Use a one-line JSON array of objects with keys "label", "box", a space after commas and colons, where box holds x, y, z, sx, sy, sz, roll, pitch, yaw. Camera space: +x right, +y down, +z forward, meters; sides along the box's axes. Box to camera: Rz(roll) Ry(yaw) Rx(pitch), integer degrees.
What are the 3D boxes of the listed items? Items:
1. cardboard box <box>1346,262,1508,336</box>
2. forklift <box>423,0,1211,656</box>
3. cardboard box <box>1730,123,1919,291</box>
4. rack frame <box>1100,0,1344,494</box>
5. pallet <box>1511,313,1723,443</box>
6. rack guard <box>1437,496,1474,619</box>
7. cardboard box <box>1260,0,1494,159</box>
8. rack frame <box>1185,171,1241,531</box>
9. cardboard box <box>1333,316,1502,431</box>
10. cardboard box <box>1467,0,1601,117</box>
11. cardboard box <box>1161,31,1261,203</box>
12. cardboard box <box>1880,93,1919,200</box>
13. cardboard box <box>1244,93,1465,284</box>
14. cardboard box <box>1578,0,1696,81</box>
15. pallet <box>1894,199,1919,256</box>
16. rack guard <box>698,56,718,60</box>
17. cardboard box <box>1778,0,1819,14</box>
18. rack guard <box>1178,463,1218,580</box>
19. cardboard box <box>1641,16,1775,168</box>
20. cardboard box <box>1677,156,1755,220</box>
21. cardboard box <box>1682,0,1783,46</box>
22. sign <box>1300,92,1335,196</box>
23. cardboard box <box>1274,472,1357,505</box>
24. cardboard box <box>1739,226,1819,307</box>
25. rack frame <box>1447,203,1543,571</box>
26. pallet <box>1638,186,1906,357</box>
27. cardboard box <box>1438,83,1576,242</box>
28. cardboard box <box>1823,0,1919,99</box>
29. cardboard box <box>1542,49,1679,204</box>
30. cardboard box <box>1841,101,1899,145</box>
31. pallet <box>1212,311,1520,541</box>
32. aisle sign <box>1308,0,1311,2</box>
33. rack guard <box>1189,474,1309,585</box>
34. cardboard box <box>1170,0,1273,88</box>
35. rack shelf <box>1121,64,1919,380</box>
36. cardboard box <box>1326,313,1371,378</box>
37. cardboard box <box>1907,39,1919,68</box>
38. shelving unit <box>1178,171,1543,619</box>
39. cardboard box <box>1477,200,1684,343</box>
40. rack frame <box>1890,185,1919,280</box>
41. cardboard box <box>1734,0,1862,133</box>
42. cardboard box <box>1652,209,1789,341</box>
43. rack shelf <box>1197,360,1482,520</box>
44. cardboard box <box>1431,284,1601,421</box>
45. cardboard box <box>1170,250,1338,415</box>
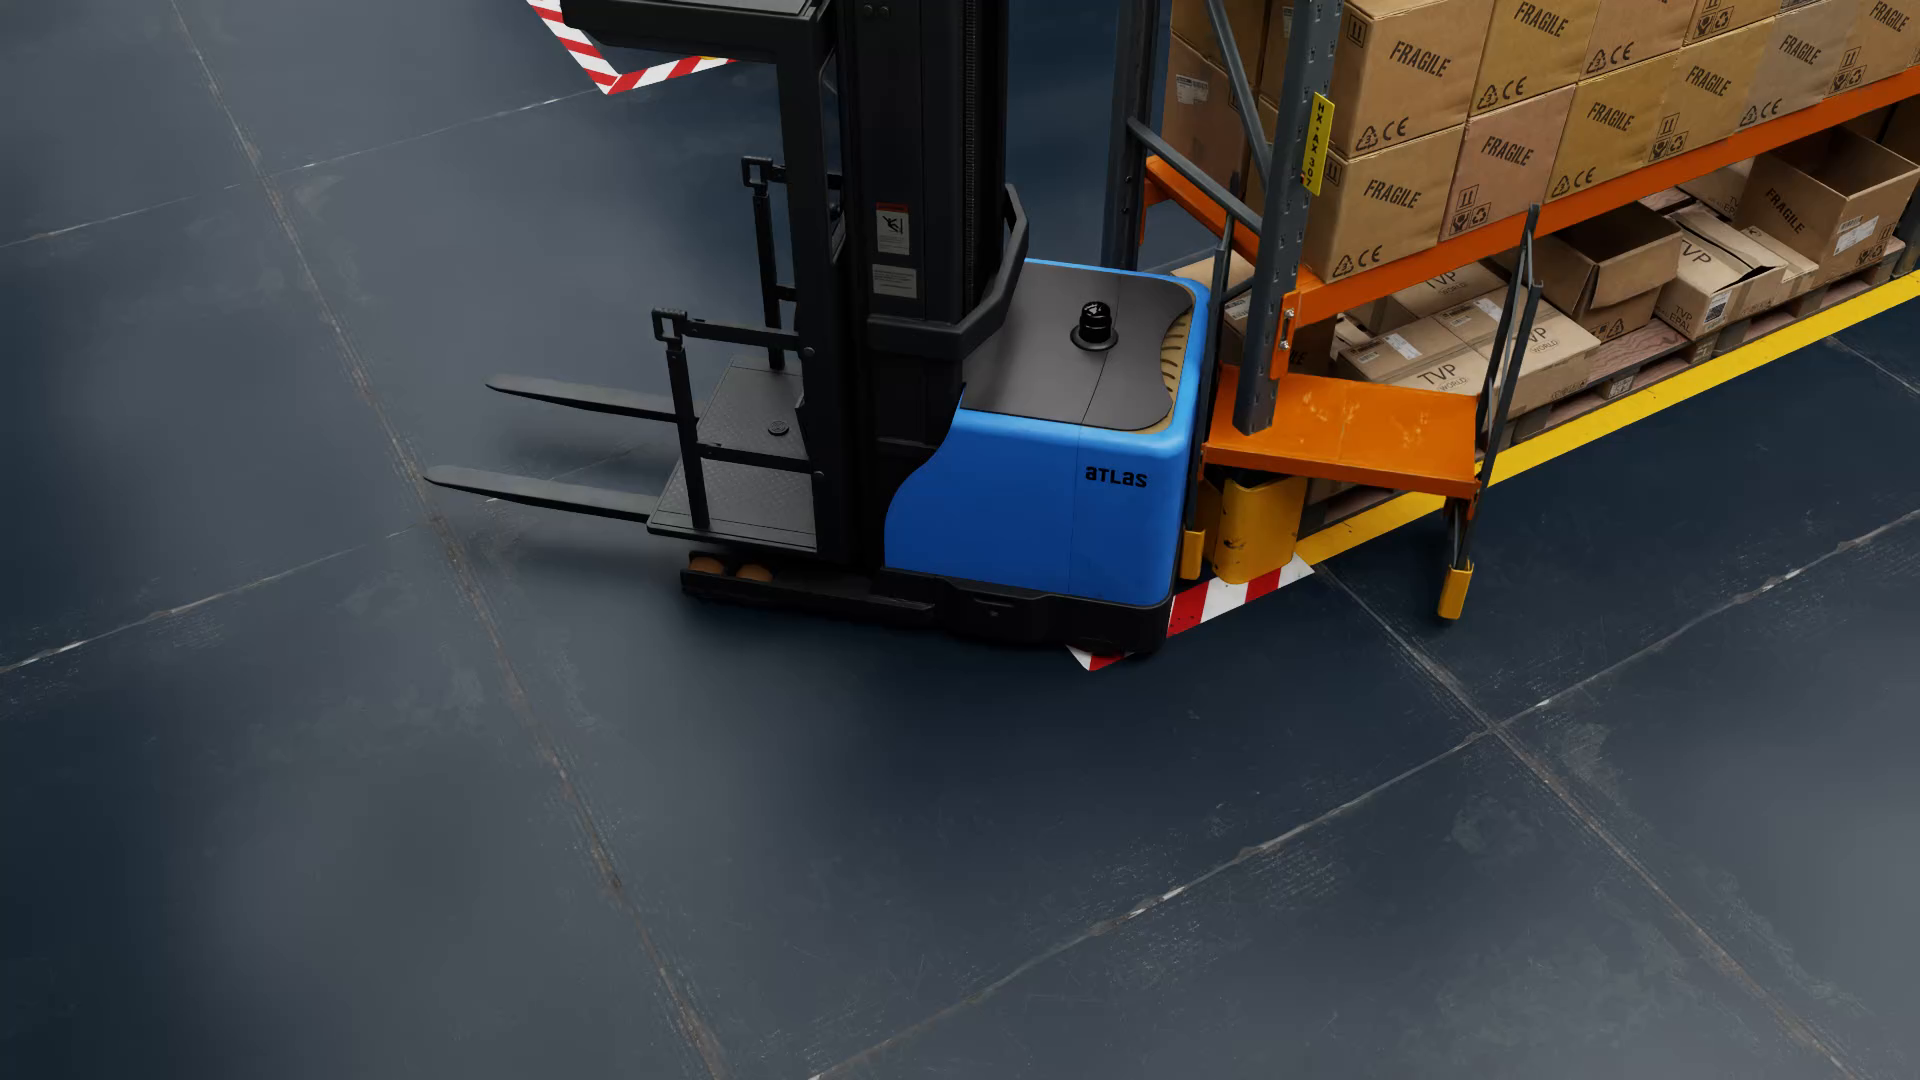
[{"label": "cardboard box", "box": [2.044, -1.089, 7.377, 0.500, 0.250, 0.500, -22, 48, -21]}, {"label": "forklift", "box": [-0.613, -1.145, 5.825, 3.031, 2.935, 1.130, 9, 45, 9]}, {"label": "cardboard box", "box": [3.973, -1.549, 7.671, 0.500, 0.500, 0.500, -22, 48, -21]}, {"label": "rack frame", "box": [0.857, -1.269, 5.904, 0.127, 3.000, 1.000, -22, 48, -21]}, {"label": "pallet", "box": [2.670, -0.992, 7.621, 1.213, 0.211, 1.003, -22, 48, -21]}, {"label": "rack guard", "box": [1.926, 0.010, 6.453, 0.087, 0.250, 0.587, 9, 45, 10]}, {"label": "cardboard box", "box": [1.373, -1.659, 5.515, 0.500, 0.500, 0.500, -20, 48, -20]}, {"label": "rack frame", "box": [0.928, -0.589, 6.194, 0.032, 1.500, 0.500, 9, 45, 10]}, {"label": "cardboard box", "box": [1.903, -0.631, 6.905, 0.500, 0.250, 0.500, -22, 48, -21]}, {"label": "cardboard box", "box": [1.823, -1.844, 5.707, 0.500, 0.500, 0.500, -21, 48, -21]}, {"label": "cardboard box", "box": [1.110, -1.625, 6.199, 0.500, 0.500, 0.500, -20, 48, -20]}, {"label": "cardboard box", "box": [4.866, -1.938, 8.073, 0.500, 0.500, 0.500, -24, 49, -23]}, {"label": "cardboard box", "box": [1.373, -1.300, 5.864, 0.500, 0.500, 0.500, -21, 48, -20]}, {"label": "cardboard box", "box": [2.259, -2.015, 5.883, 0.500, 0.500, 0.500, -21, 48, -20]}, {"label": "pallet", "box": [5.012, -1.961, 8.619, 1.213, 0.211, 1.003, -22, 48, -21]}, {"label": "rack guard", "box": [-1.622, -3.348, 9.841, 0.348, 0.500, 1.175, -22, 48, -21]}, {"label": "cardboard box", "box": [3.136, -2.366, 6.244, 0.500, 0.500, 0.500, -21, 48, -21]}, {"label": "rack guard", "box": [0.956, -0.136, 6.625, 0.087, 0.250, 0.587, 9, 45, 10]}, {"label": "cardboard box", "box": [2.689, -1.827, 6.407, 0.500, 0.500, 0.500, -21, 48, -20]}, {"label": "cardboard box", "box": [3.854, -1.835, 8.102, 0.500, 0.311, 0.500, -22, 48, -21]}, {"label": "cardboard box", "box": [2.699, -2.192, 6.065, 0.500, 0.500, 0.500, -22, 48, -21]}, {"label": "sign", "box": [1.127, -1.252, 5.265, 0.005, 0.325, 0.100, -22, 48, -21]}, {"label": "cardboard box", "box": [1.391, -0.342, 6.679, 0.250, 0.149, 0.380, -22, 48, -21]}, {"label": "cardboard box", "box": [3.677, -1.256, 7.622, 0.250, 0.149, 0.380, -22, 48, -21]}, {"label": "rack frame", "box": [1.918, -0.440, 6.020, 0.032, 1.500, 0.500, 9, 45, 10]}, {"label": "pallet", "box": [3.729, -1.418, 8.060, 1.213, 0.211, 1.003, -22, 48, -21]}, {"label": "cardboard box", "box": [1.818, -1.482, 6.051, 0.500, 0.500, 0.500, -22, 48, -21]}, {"label": "cardboard box", "box": [3.573, -2.185, 6.776, 0.500, 0.500, 0.500, -21, 48, -20]}, {"label": "cardboard box", "box": [2.254, -1.654, 6.229, 0.500, 0.500, 0.500, -22, 48, -21]}, {"label": "cardboard box", "box": [4.610, -2.262, 8.406, 0.500, 0.500, 0.500, -22, 48, -21]}, {"label": "pallet", "box": [1.614, -0.572, 7.188, 1.213, 0.211, 1.003, -22, 48, -21]}, {"label": "aisle sign", "box": [0.944, -2.001, 4.791, 0.004, 0.787, 0.394, -22, 48, -21]}, {"label": "rack guard", "box": [0.923, -0.398, 6.802, 0.348, 0.500, 1.175, -22, 48, -21]}, {"label": "cardboard box", "box": [1.106, -1.984, 5.851, 0.500, 0.500, 0.500, -22, 48, -21]}, {"label": "rack shelf", "box": [2.591, -1.705, 6.869, 4.000, 0.370, 1.077, -22, 48, -21]}, {"label": "cardboard box", "box": [1.602, -0.834, 7.174, 0.250, 0.166, 0.380, -22, 48, -21]}, {"label": "cardboard box", "box": [4.020, -2.364, 6.961, 0.500, 0.500, 0.500, -21, 48, -20]}, {"label": "shelving unit", "box": [1.432, -0.513, 6.105, 1.083, 1.500, 0.587, 9, 45, 10]}, {"label": "cardboard box", "box": [2.699, -1.264, 7.375, 0.637, 0.503, 0.797, -22, 48, -21]}, {"label": "rack frame", "box": [4.325, -2.657, 7.334, 0.127, 3.000, 1.000, -22, 48, -21]}, {"label": "cardboard box", "box": [3.129, -2.005, 6.590, 0.500, 0.500, 0.500, -21, 48, -20]}, {"label": "cardboard box", "box": [3.322, -1.221, 7.469, 0.500, 0.311, 0.500, -22, 48, -21]}, {"label": "rack shelf", "box": [1.425, -0.385, 6.232, 1.000, 0.185, 0.538, 9, 45, 10]}, {"label": "cardboard box", "box": [2.337, -0.805, 7.084, 0.500, 0.250, 0.500, -22, 48, -21]}, {"label": "cardboard box", "box": [1.206, -0.867, 6.969, 0.500, 0.500, 0.500, -22, 48, -21]}]
